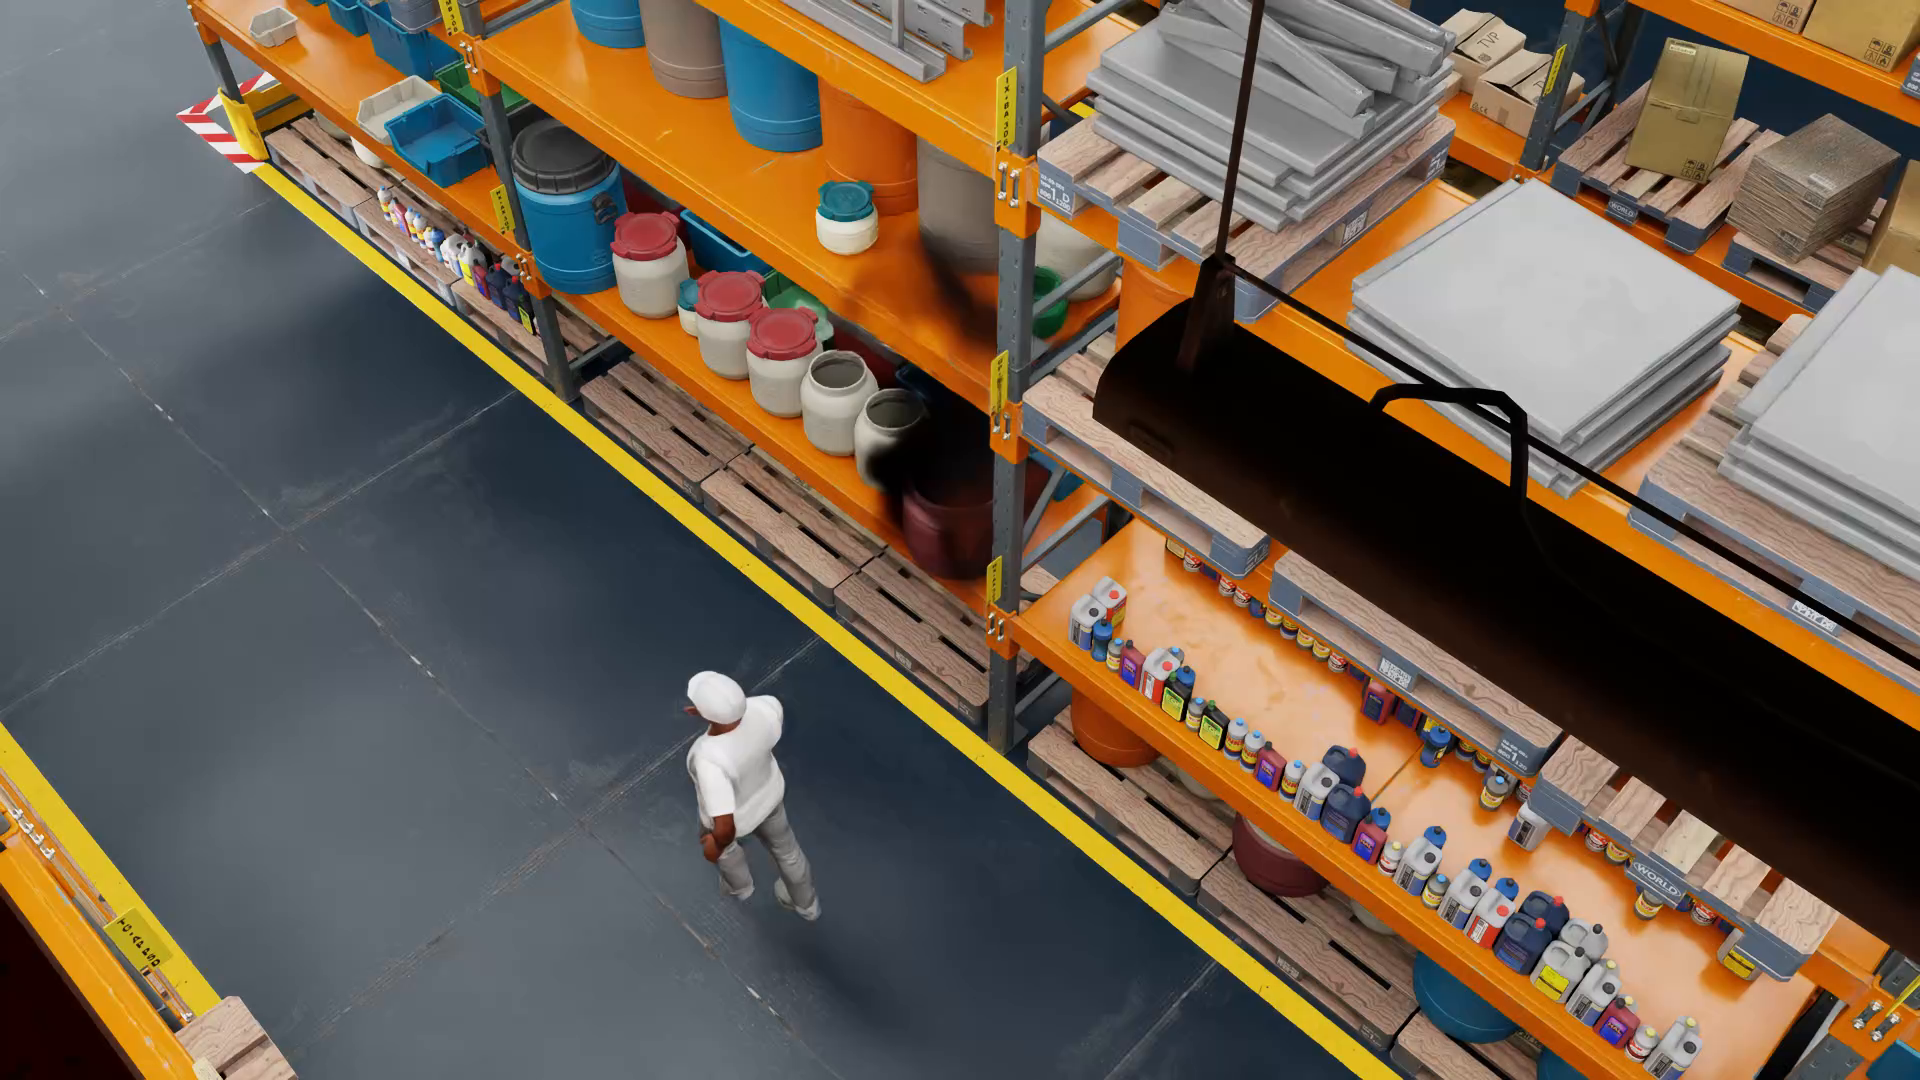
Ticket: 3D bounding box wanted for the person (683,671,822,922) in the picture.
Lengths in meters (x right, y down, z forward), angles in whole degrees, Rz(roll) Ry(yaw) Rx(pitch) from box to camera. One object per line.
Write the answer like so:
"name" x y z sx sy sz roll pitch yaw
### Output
"person" -1.046 1.243 7.859 0.804 1.874 0.679 32 57 24
